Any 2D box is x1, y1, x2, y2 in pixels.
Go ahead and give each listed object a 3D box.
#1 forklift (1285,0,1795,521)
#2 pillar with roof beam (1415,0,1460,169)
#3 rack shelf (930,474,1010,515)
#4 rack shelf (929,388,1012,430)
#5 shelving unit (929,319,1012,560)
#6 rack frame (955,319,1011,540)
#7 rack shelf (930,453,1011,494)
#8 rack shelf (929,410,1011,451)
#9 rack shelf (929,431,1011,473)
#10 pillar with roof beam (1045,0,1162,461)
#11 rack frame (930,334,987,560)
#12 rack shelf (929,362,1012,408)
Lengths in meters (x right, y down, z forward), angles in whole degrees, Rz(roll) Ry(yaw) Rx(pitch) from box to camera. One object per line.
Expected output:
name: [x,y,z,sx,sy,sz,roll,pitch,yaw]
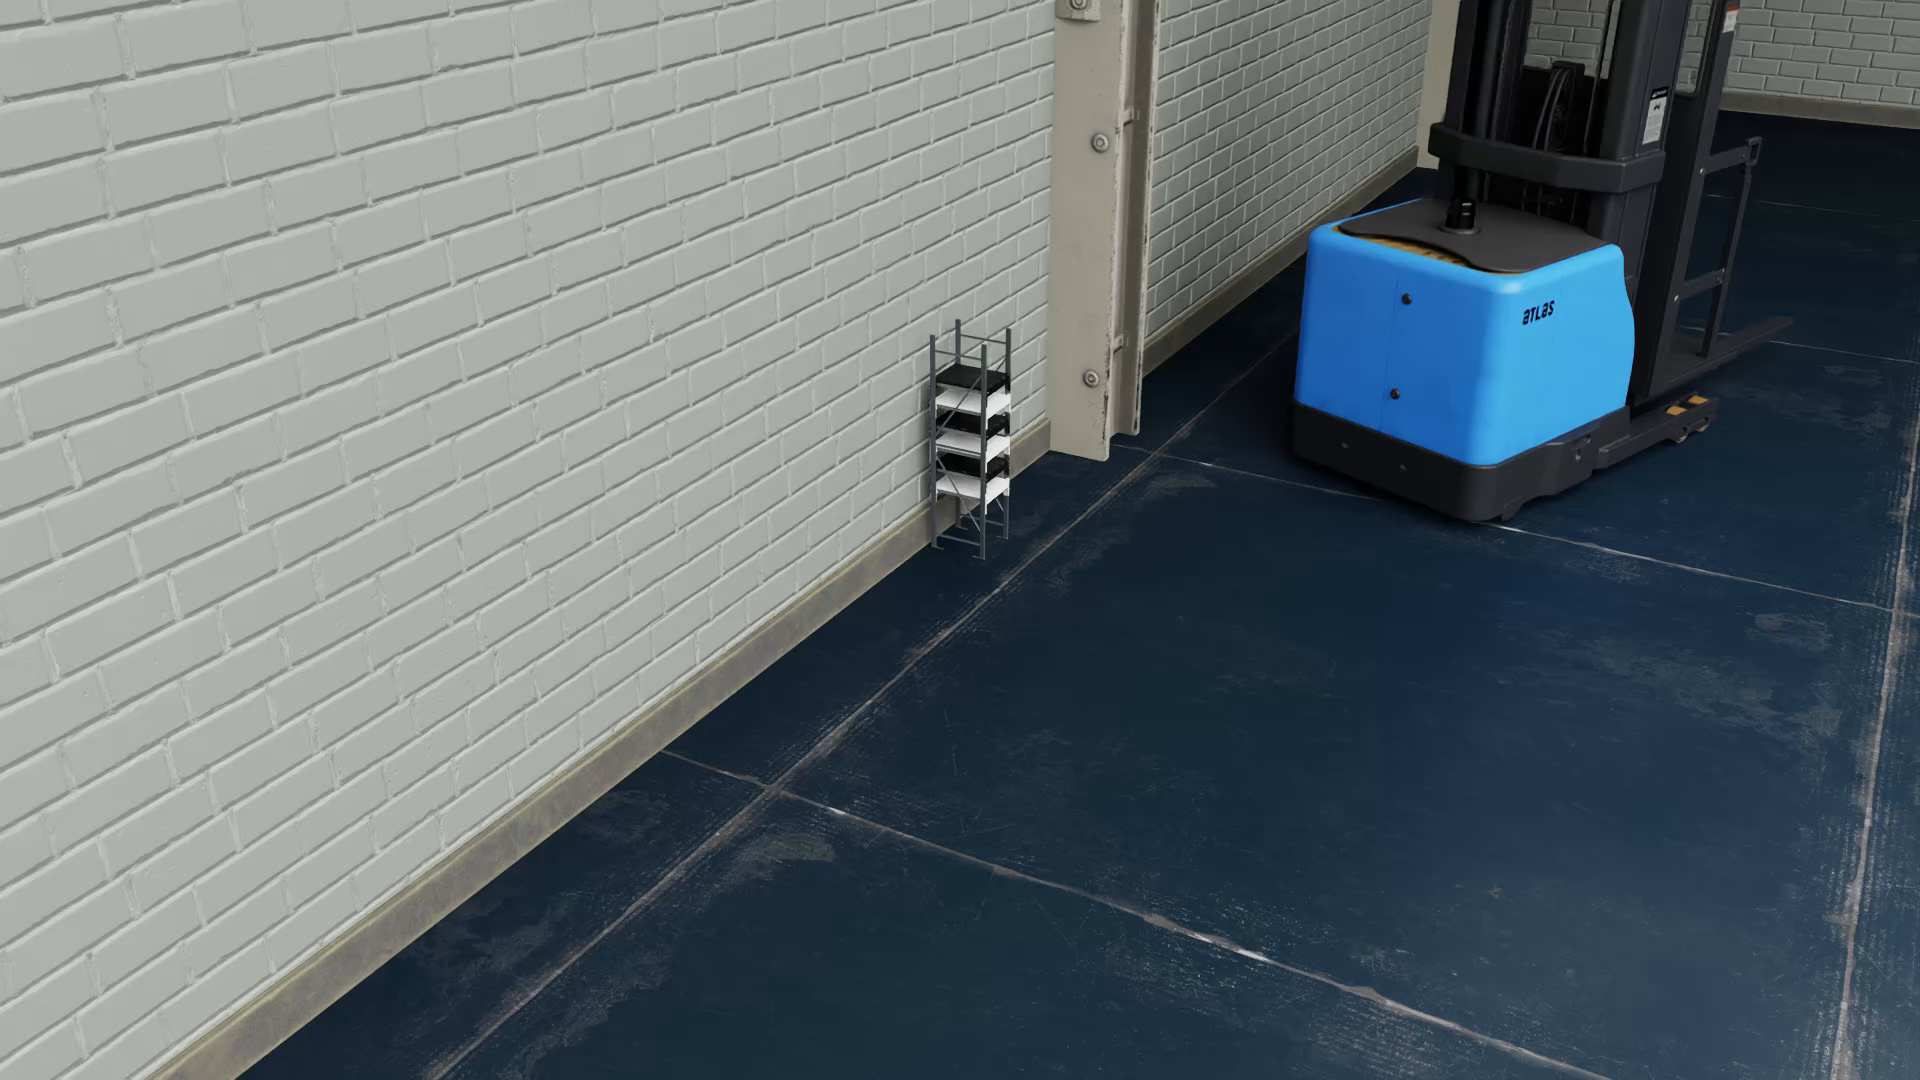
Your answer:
forklift: [2.901,-1.919,7.309,3.031,2.935,1.130,-21,33,-35]
pillar with roof beam: [7.308,-5.877,8.438,9.100,9.000,0.400,14,30,26]
rack shelf: [0.040,-0.199,6.618,0.258,0.077,0.200,14,30,25]
rack shelf: [0.041,-0.521,6.457,0.258,0.077,0.200,14,30,25]
shelving unit: [0.041,-0.390,6.523,0.258,0.900,0.210,14,30,25]
rack frame: [0.089,-0.430,6.603,0.240,0.900,0.006,14,30,25]
rack shelf: [0.040,-0.279,6.578,0.258,0.077,0.200,14,30,25]
rack shelf: [0.041,-0.440,6.497,0.258,0.077,0.200,14,30,25]
rack shelf: [0.041,-0.360,6.537,0.258,0.077,0.200,14,30,25]
pillar with roof beam: [4.357,-3.539,3.767,9.100,9.000,0.400,14,30,26]
rack frame: [-0.008,-0.350,6.442,0.240,0.900,0.006,14,30,25]
rack shelf: [0.041,-0.601,6.416,0.258,0.077,0.200,14,30,25]
